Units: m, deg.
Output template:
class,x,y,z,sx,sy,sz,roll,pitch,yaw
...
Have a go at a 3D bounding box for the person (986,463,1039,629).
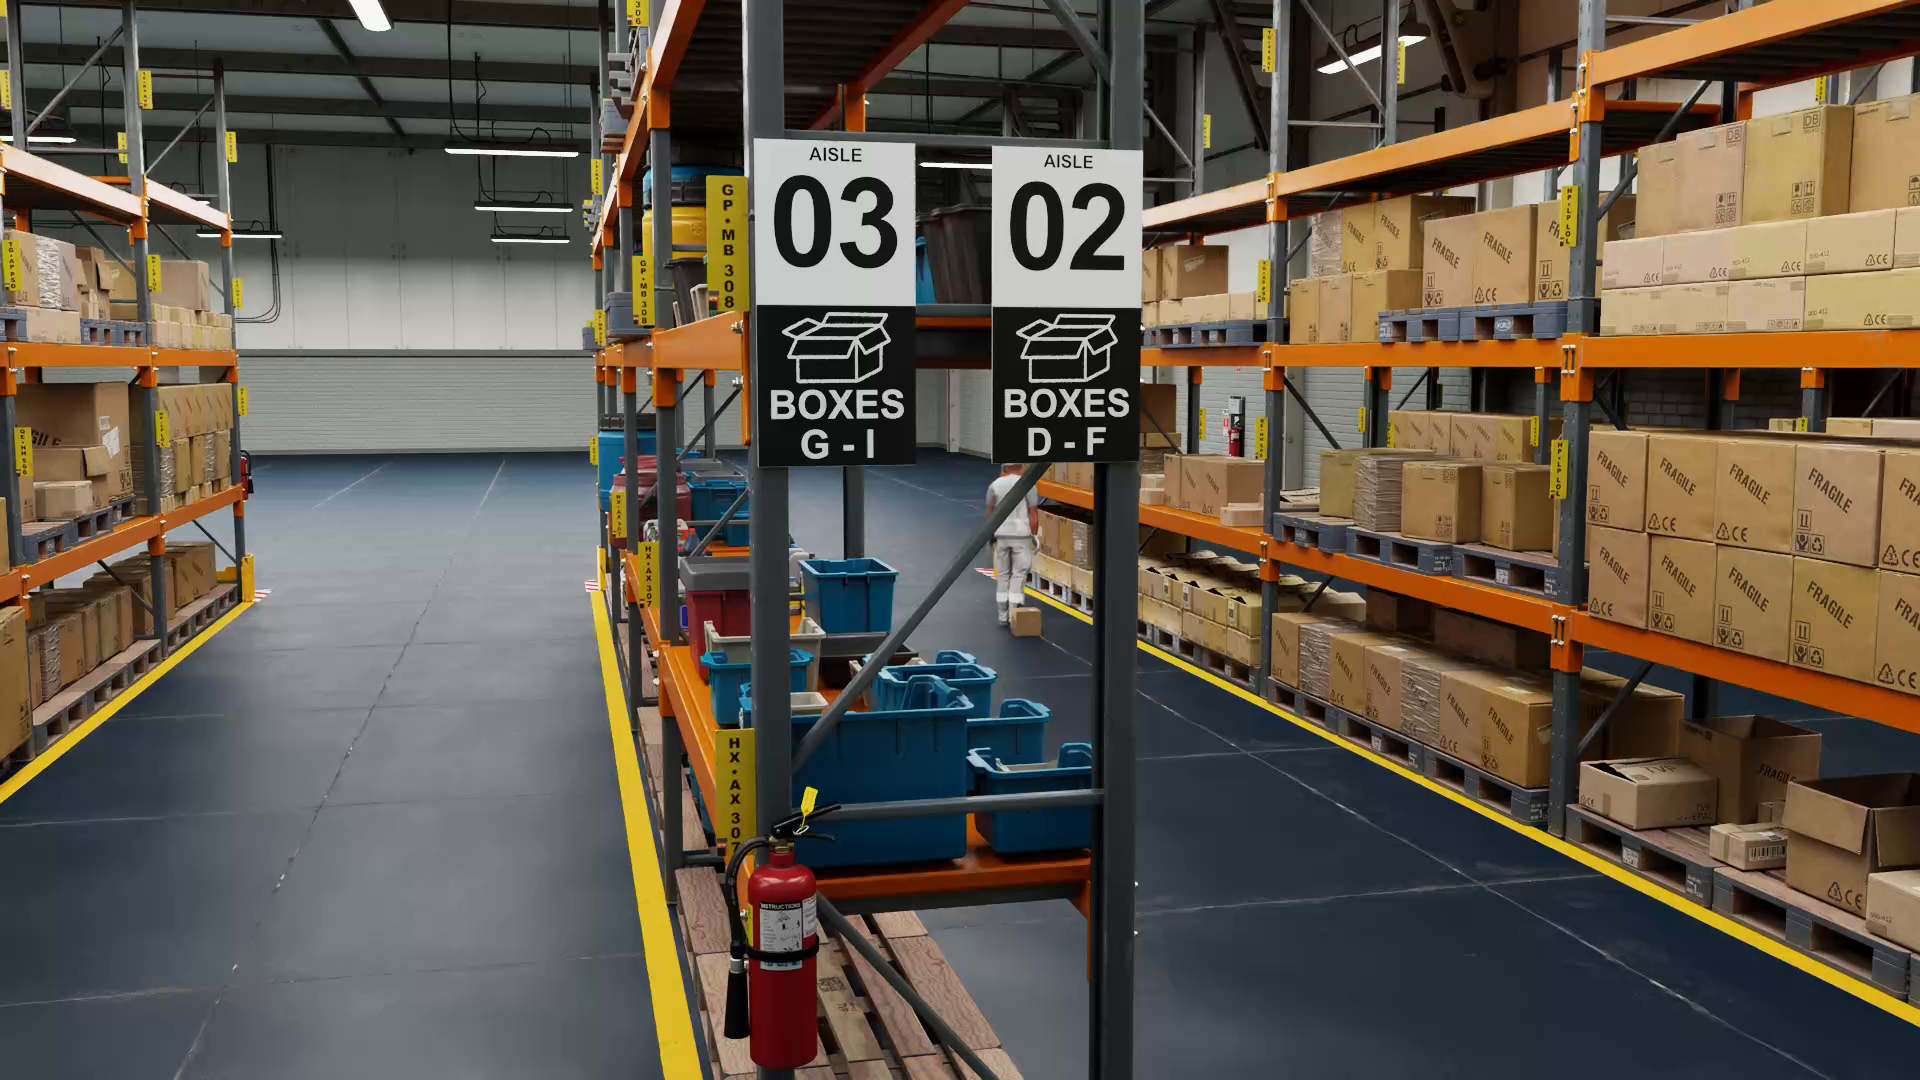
class,x,y,z,sx,sy,sz,roll,pitch,yaw
person,0.534,-0.010,16.756,0.561,1.792,0.530,3,7,25
